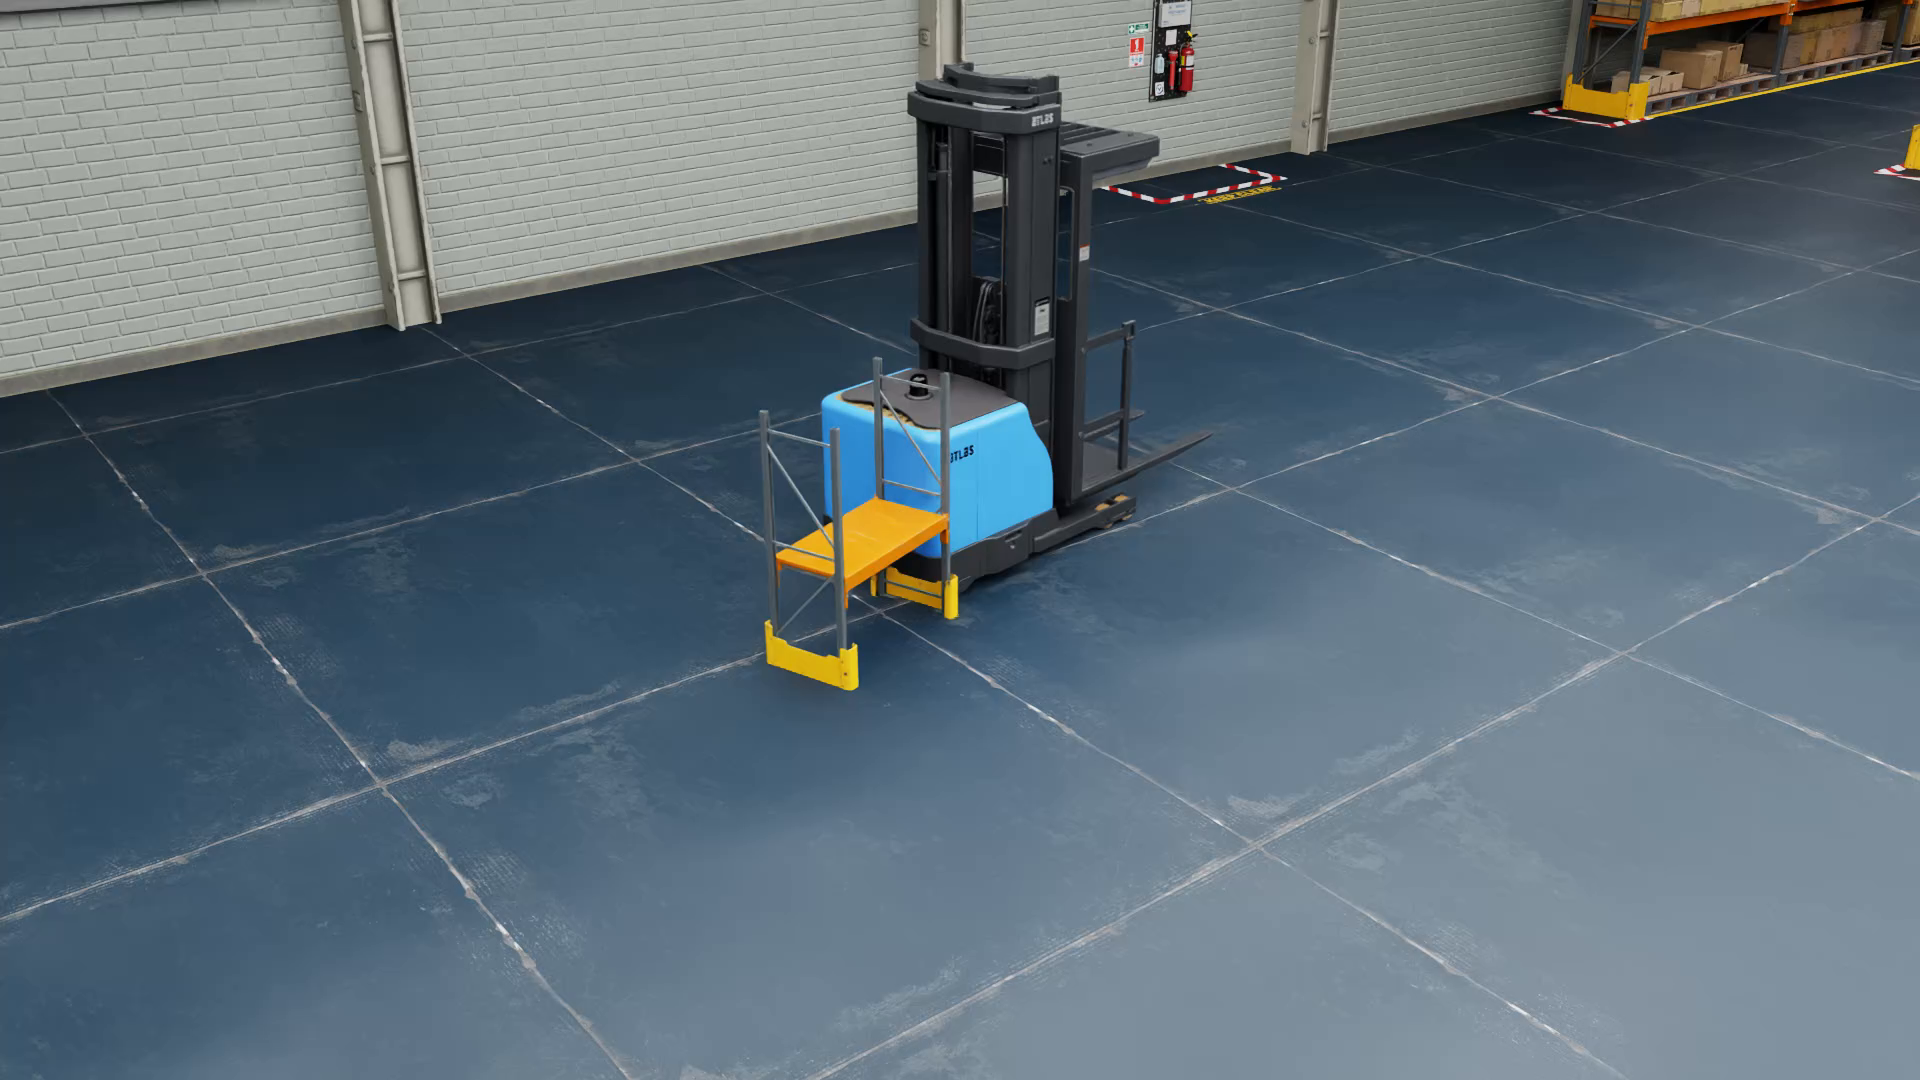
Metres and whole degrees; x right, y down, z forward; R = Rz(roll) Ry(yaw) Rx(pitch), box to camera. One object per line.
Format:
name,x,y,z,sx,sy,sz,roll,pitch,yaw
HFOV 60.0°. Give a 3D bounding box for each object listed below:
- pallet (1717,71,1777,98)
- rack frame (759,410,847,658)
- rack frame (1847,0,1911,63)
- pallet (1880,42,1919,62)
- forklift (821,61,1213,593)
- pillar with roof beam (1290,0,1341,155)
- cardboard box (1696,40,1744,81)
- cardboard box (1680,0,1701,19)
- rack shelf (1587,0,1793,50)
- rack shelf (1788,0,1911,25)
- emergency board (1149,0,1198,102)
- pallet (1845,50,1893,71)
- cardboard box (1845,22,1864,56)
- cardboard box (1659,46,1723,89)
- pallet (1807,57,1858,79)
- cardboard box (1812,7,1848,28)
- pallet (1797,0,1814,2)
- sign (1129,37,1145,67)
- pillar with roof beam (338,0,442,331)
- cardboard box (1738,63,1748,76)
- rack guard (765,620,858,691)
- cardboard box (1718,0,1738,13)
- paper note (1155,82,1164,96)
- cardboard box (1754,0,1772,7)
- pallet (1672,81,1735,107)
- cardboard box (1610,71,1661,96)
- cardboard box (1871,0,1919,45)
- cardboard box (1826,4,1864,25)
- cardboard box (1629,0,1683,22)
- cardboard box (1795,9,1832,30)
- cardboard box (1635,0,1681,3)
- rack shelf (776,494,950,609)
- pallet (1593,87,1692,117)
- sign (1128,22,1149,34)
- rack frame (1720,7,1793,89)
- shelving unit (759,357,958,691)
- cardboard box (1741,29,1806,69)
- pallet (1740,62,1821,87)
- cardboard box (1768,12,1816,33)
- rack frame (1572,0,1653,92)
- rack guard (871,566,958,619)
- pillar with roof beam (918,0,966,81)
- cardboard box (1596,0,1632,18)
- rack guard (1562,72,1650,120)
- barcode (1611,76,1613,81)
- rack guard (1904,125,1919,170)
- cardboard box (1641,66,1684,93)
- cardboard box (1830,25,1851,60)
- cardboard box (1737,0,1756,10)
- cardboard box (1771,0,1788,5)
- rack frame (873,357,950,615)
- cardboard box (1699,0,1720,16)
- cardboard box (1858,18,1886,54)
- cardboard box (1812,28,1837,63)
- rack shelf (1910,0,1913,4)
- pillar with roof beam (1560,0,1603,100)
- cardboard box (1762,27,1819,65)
pallet,11.880,-7.111,25.821,1.213,0.211,1.003,-18,31,-34
rack frame,-0.825,0.066,8.827,0.500,1.500,0.032,15,29,29
rack frame,15.534,-9.601,27.874,0.127,3.000,1.000,-18,31,-34
pallet,16.201,-8.516,28.848,1.213,0.211,1.003,-18,31,-34
forklift,0.525,-1.534,10.574,1.130,2.935,3.031,22,33,39
pillar with roof beam,7.191,-7.728,16.711,0.400,9.000,9.100,-18,31,-34
cardboard box,11.594,-7.345,25.459,0.500,0.500,0.500,-21,32,-38
cardboard box,10.218,-7.625,23.771,0.500,0.250,0.500,-19,31,-36
rack shelf,10.812,-7.716,24.667,4.000,0.370,1.077,-18,31,-34
rack shelf,13.960,-8.755,26.906,4.000,0.370,1.077,-18,31,-34
emergency board,2.566,-5.803,19.691,0.643,1.169,0.194,-18,31,-34
pallet,14.918,-8.133,28.025,1.213,0.211,1.003,-18,31,-34
cardboard box,14.522,-8.367,27.662,0.500,0.500,0.700,-18,31,-34
cardboard box,10.895,-7.060,24.847,0.500,0.500,0.700,-21,32,-37
pallet,13.959,-7.818,27.345,1.213,0.211,1.003,-18,31,-34
cardboard box,14.111,-8.540,27.144,0.500,0.250,0.500,-18,31,-34
pallet,13.077,-8.625,25.999,1.213,0.211,1.003,-18,31,-34
sign,2.067,-5.710,19.448,0.234,0.329,0.001,-18,31,-34
pillar with roof beam,-2.252,-4.610,9.995,0.400,9.000,9.100,-18,31,-34
cardboard box,11.984,-7.327,25.818,0.380,0.166,0.250,22,33,39
rack guard,-0.815,0.626,9.105,0.587,0.250,0.087,15,29,29
cardboard box,11.022,-7.886,24.333,0.500,0.250,0.500,-18,30,-34
paper note,2.384,-5.381,19.827,0.142,0.148,0.016,-18,31,-34
cardboard box,11.803,-8.153,24.908,0.500,0.250,0.500,-18,30,-34
pallet,10.919,-6.792,25.134,1.213,0.211,1.003,-18,31,-34
cardboard box,9.839,-6.653,24.193,0.500,0.311,0.500,-23,33,-40
cardboard box,16.194,-8.964,28.556,0.750,0.750,0.750,-19,31,-35
cardboard box,14.512,-8.675,27.435,0.500,0.250,0.500,-18,30,-33
cardboard box,9.819,-7.485,23.470,0.500,0.250,0.500,-19,31,-35
cardboard box,13.707,-8.416,26.877,0.500,0.250,0.500,-19,31,-35
cardboard box,9.800,-7.828,23.318,0.500,0.500,0.500,-18,31,-34
rack shelf,-0.550,0.049,9.290,0.538,0.185,1.000,15,29,29
pallet,9.960,-6.477,24.455,1.213,0.211,1.003,-18,31,-34
sign,2.076,-5.949,19.332,0.331,0.109,0.001,-18,31,-34
rack frame,12.386,-8.562,25.635,0.127,3.000,1.000,-18,31,-34
shelving unit,-0.545,-0.117,9.221,0.587,1.500,1.083,15,29,29
cardboard box,12.955,-7.824,26.492,0.500,0.500,0.700,-17,30,-32
pallet,12.998,-7.500,26.659,1.213,0.211,1.003,-18,31,-34
cardboard box,13.300,-8.280,26.583,0.500,0.250,0.500,-19,31,-35
rack frame,9.239,-7.523,23.396,0.127,3.000,1.000,-18,31,-34
rack guard,-0.275,0.273,9.864,0.587,0.250,0.087,15,29,29
pillar with roof beam,2.469,-6.169,13.353,0.400,9.000,9.100,-18,31,-34
cardboard box,9.487,-7.649,23.823,0.500,0.250,0.500,-18,30,-33
rack guard,9.298,-6.409,23.965,0.348,0.500,1.175,-18,31,-34
barcode,9.606,-6.794,24.486,0.075,0.075,0.001,-18,31,-34
rack guard,12.279,-4.743,20.375,0.348,0.500,1.175,-18,31,-34
cardboard box,10.287,-6.801,24.512,0.500,0.311,0.500,-15,29,-30
cardboard box,14.149,-8.229,27.364,0.500,0.500,0.700,-18,31,-34
cardboard box,11.417,-8.017,24.615,0.500,0.250,0.500,-18,31,-34
cardboard box,12.201,-8.279,25.181,0.500,0.250,0.500,-18,30,-34
rack frame,-0.275,-0.294,9.602,0.500,1.500,0.032,15,29,29
cardboard box,10.623,-7.755,24.052,0.500,0.250,0.500,-19,31,-35
cardboard box,15.000,-8.462,27.867,0.500,0.500,0.700,-18,30,-33
cardboard box,13.757,-8.094,27.074,0.500,0.500,0.700,-18,30,-33
rack shelf,17.108,-9.794,29.145,4.000,0.370,1.077,-18,31,-34
pillar with roof beam,11.912,-9.286,20.070,0.400,9.000,9.100,-18,31,-34
cardboard box,13.331,-7.975,26.817,0.500,0.500,0.700,-19,31,-35
